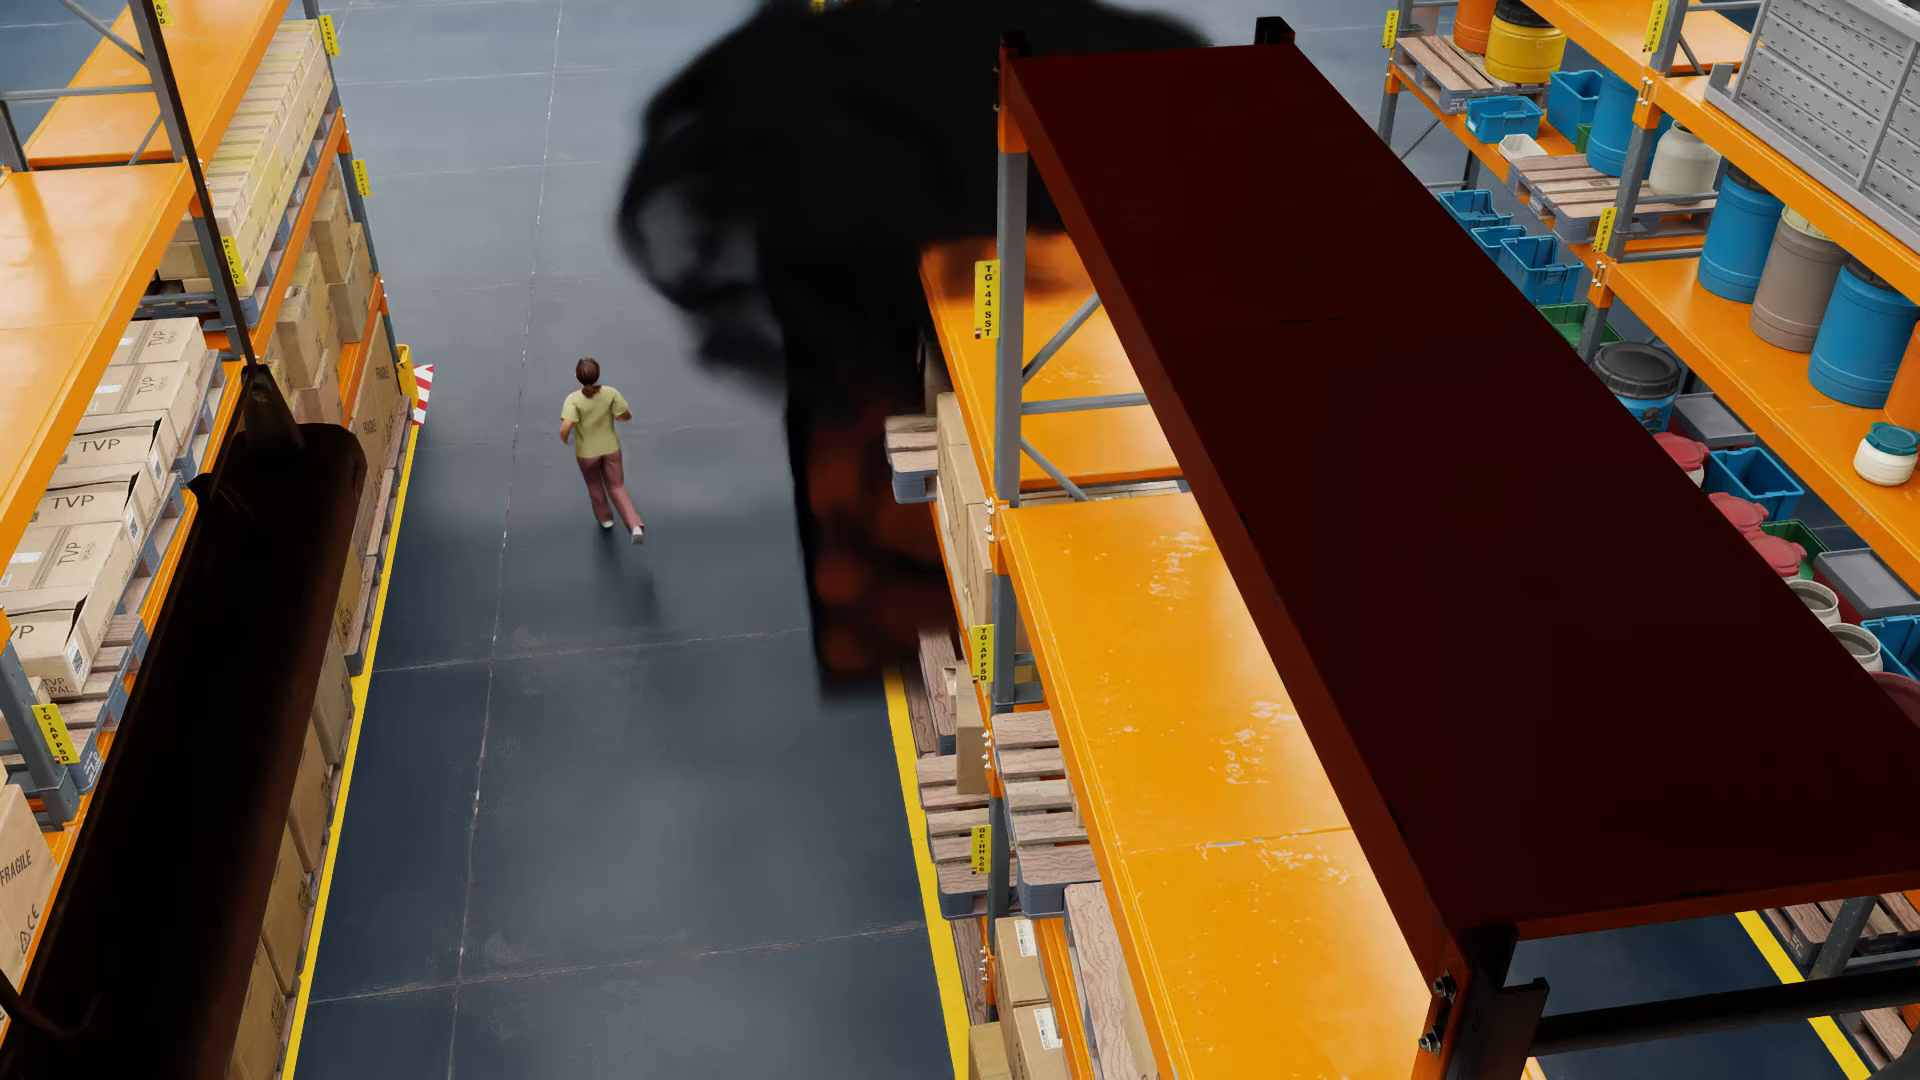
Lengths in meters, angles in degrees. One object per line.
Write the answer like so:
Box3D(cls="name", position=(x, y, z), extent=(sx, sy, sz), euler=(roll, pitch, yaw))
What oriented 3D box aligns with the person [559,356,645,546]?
Box3D(cls="person", position=(-2.804, -0.660, 12.958), extent=(0.588, 1.662, 0.900), euler=(-15, 39, -19))
